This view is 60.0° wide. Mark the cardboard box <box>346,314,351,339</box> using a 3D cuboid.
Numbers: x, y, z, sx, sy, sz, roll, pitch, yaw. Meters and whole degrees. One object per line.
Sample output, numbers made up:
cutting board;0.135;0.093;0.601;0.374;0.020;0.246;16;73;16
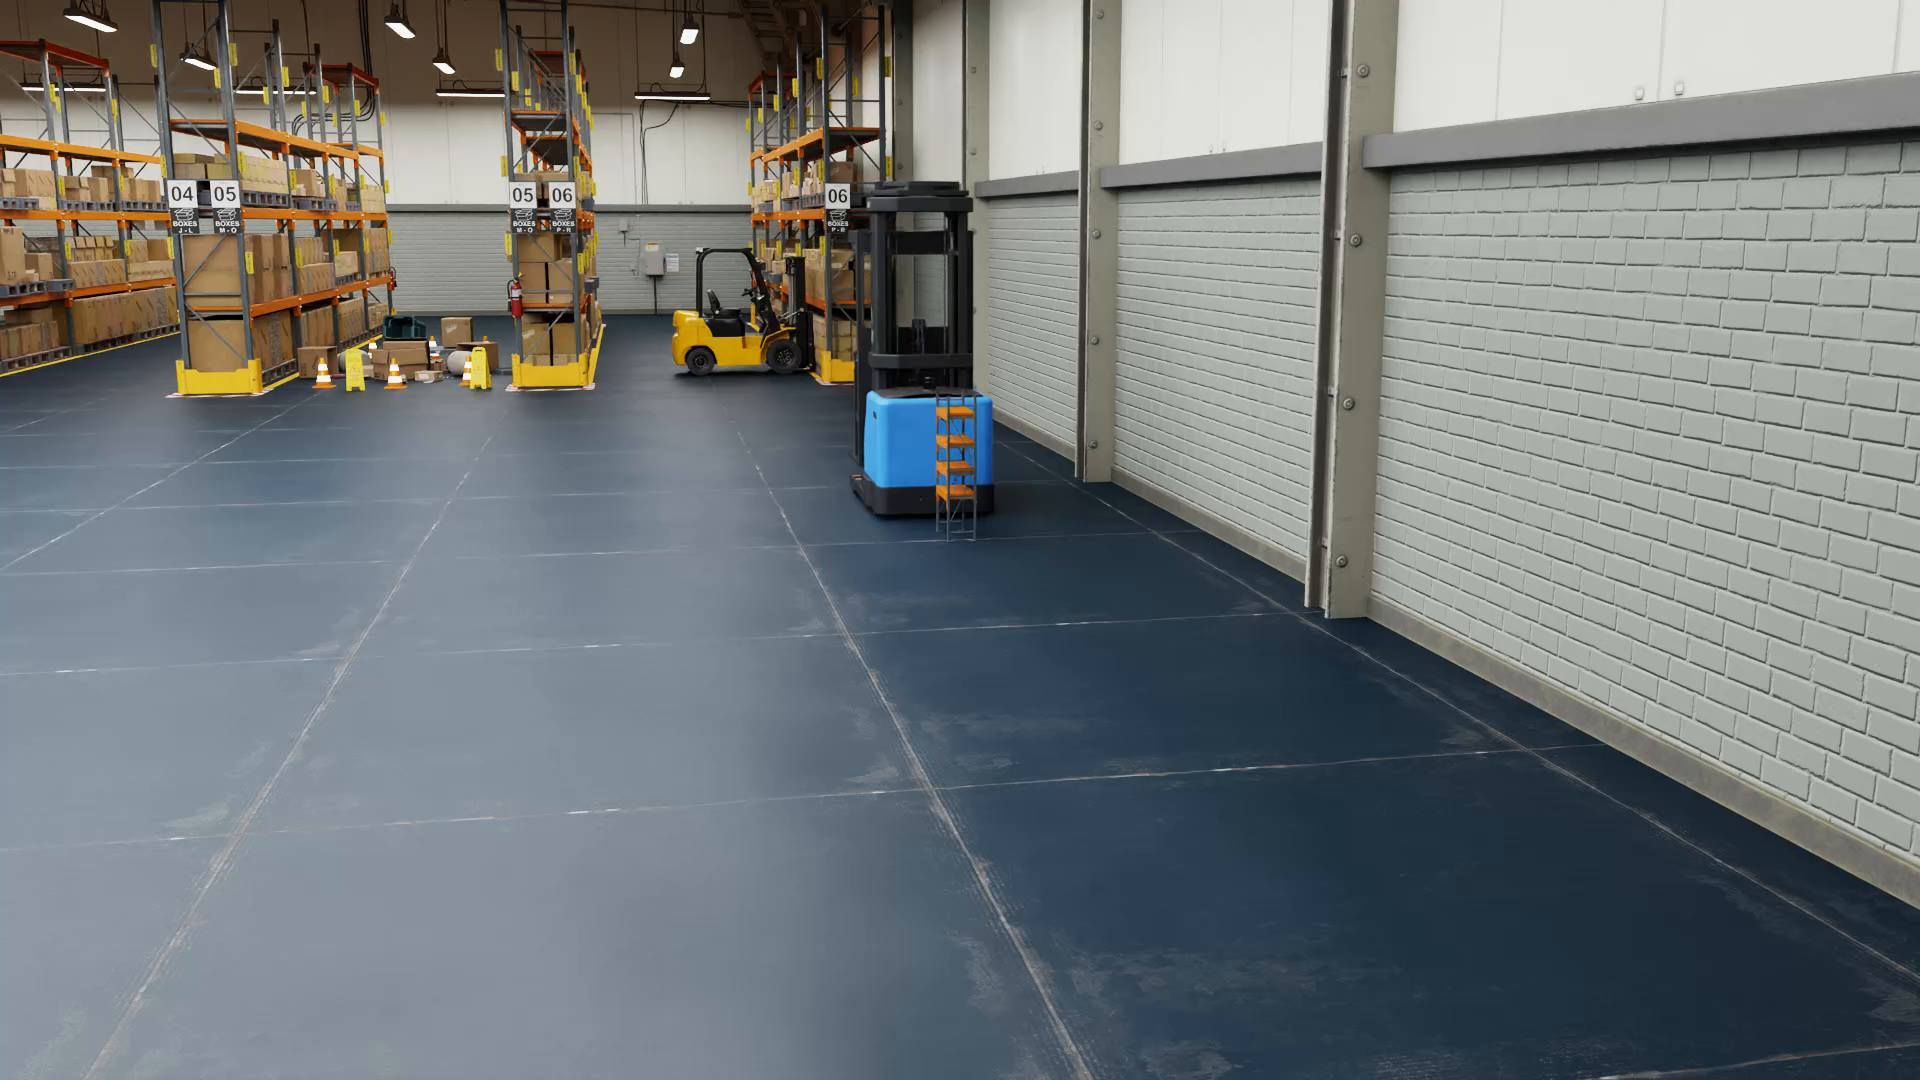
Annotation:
cardboard box;-12.959;-4.435;34.536;0.500;0.500;0.500;-2;11;-10

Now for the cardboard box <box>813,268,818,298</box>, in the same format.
cardboard box;-2.256;-4.457;28.824;0.500;0.500;0.500;-2;11;-12

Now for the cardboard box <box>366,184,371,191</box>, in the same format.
cardboard box;-14.143;-7.232;38.995;0.938;2.149;1.512;-2;11;-8

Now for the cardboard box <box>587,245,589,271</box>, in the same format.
cardboard box;-7.347;-5.371;31.708;0.500;0.500;0.500;-2;11;-11

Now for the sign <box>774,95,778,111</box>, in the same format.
sign;-3.797;-9.028;34.354;0.100;0.325;0.005;-2;11;-11

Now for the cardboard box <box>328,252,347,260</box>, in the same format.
cardboard box;-13.226;-6.029;35.305;0.380;0.149;0.250;-3;11;-14

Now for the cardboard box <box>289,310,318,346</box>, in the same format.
cardboard box;-12.585;-3.880;30.956;1.050;0.750;0.750;-2;11;-11

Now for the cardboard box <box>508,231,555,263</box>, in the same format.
cardboard box;-6.892;-4.729;26.782;0.700;0.500;0.500;-2;11;-12

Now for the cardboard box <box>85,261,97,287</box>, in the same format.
cardboard box;-17.889;-5.400;33.778;0.500;0.500;0.500;-2;11;-12

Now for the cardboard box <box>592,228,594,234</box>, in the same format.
cardboard box;-9.219;-7.602;40.936;0.380;0.149;0.250;-2;11;-12

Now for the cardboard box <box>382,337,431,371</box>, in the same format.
cardboard box;-9.594;-3.198;28.791;0.797;0.637;0.503;-2;11;-11

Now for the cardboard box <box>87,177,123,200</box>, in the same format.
cardboard box;-18.844;-7.717;36.536;0.700;0.500;0.500;-3;11;-14

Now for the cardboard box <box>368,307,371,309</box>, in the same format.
cardboard box;-13.778;-5.272;38.283;0.380;0.149;0.250;-2;11;-12

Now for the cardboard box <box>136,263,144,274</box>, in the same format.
cardboard box;-18.560;-6.057;37.101;0.500;0.250;0.500;-2;11;-11

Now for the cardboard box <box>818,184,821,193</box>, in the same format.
cardboard box;-2.169;-5.884;27.849;0.380;0.149;0.250;-2;11;-13

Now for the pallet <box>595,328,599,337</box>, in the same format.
pallet;-8.689;-4.649;37.557;1.003;0.211;1.213;-2;11;-11

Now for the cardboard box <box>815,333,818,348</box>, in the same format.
cardboard box;-2.199;-3.409;28.480;0.500;0.250;0.500;-2;11;-12

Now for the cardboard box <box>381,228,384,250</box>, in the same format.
cardboard box;-14.095;-7.211;39.824;0.500;0.500;0.500;-3;11;-13

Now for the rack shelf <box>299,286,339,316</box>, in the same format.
rack shelf;-12.581;-4.505;31.268;1.077;0.370;4.000;-2;11;-11

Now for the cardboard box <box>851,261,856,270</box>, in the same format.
cardboard box;-1.632;-4.620;27.946;0.380;0.149;0.250;-2;11;-11

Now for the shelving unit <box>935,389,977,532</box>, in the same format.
shelving unit;-0.033;-0.621;13.749;0.258;1.200;0.492;-2;11;-11

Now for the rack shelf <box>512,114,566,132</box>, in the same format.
rack shelf;-6.968;-6.986;27.882;0.831;0.071;3.687;-2;11;-11

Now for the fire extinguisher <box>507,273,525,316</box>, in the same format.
fire extinguisher;-7.008;-3.881;26.271;0.296;0.674;0.183;-2;11;-11

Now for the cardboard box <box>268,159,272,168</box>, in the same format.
cardboard box;-11.564;-6.202;27.385;0.380;0.149;0.250;-2;11;-12

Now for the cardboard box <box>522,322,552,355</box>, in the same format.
cardboard box;-6.990;-3.318;27.332;0.500;0.500;0.500;-2;11;-11

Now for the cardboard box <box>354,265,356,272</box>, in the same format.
cardboard box;-13.426;-5.929;36.371;0.380;0.149;0.250;-2;11;-11

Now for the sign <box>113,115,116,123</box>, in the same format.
sign;-19.957;-9.995;39.223;0.100;0.325;0.005;-2;11;-11

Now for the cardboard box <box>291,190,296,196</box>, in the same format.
cardboard box;-12.151;-6.296;30.014;0.250;0.149;0.380;-2;11;-11

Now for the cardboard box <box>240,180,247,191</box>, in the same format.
cardboard box;-11.167;-5.438;25.505;0.380;0.149;0.250;-2;11;-11

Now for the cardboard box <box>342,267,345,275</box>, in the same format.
cardboard box;-8.349;-5.563;36.592;10.380;0.949;1.816;-2;11;-10

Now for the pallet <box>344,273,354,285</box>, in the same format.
pallet;-13.396;-5.493;35.045;1.003;0.211;1.213;-2;11;-11

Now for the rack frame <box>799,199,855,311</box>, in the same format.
rack frame;-2.488;-4.871;31.268;1.000;3.000;0.127;-2;11;-11

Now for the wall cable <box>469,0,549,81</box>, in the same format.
wall cable;-12.591;-13.762;45.887;2.355;3.000;0.029;-2;11;-11

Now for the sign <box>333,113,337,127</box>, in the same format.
sign;-15.059;-10.118;40.077;0.100;0.325;0.005;-2;11;-11

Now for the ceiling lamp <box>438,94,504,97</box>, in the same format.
ceiling lamp;-12.640;-11.612;43.433;1.941;0.041;0.237;-2;11;-11

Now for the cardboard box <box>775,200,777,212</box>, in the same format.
cardboard box;-3.703;-7.182;35.789;0.500;0.250;0.500;-2;11;-11

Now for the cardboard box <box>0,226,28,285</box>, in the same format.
cardboard box;-17.095;-4.982;29.120;1.000;1.000;1.000;-2;11;-11

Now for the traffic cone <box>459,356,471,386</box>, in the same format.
traffic cone;-7.928;-2.742;26.867;0.336;0.463;0.334;-2;11;-11

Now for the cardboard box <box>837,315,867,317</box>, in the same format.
cardboard box;-1.899;-3.857;29.497;0.500;0.250;0.500;-2;11;-12

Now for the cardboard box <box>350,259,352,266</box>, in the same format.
cardboard box;-13.322;-5.978;35.837;0.380;0.149;0.250;-2;11;-13

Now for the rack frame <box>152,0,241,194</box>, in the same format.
rack frame;-11.414;-6.705;24.858;1.000;3.000;0.127;-2;11;-11

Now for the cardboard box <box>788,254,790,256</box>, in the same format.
cardboard box;-3.302;-5.761;33.940;0.380;0.149;0.250;-2;11;-10

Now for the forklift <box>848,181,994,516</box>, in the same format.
forklift;-0.463;-1.881;15.741;1.130;2.935;3.031;-2;11;-10

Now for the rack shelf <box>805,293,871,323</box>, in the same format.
rack shelf;-2.099;-4.151;29.408;1.077;0.370;4.000;-2;11;-11

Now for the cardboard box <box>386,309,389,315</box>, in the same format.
cardboard box;-14.144;-5.558;40.582;0.380;0.149;0.250;-2;11;-13

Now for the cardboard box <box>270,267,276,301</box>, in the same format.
cardboard box;-11.789;-4.201;27.346;0.875;0.550;0.500;-2;11;-11

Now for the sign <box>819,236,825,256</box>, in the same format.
sign;-2.245;-4.806;27.193;0.100;0.325;0.005;-2;11;-11

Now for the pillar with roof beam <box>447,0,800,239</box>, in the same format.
pillar with roof beam;-8.685;-10.390;44.219;9.100;9.000;0.548;-2;11;-11

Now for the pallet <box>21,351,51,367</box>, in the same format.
pallet;-17.471;-3.327;30.612;1.003;0.211;1.213;-2;11;-11

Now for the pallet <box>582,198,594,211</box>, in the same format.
pallet;-7.372;-6.189;30.669;1.213;0.211;1.003;-2;11;-11

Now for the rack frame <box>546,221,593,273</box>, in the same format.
rack frame;-8.913;-6.158;38.025;1.000;3.000;0.127;-2;11;-11

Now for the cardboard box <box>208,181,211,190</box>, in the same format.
cardboard box;-11.959;-5.552;26.103;0.380;0.149;0.250;-2;11;-10
